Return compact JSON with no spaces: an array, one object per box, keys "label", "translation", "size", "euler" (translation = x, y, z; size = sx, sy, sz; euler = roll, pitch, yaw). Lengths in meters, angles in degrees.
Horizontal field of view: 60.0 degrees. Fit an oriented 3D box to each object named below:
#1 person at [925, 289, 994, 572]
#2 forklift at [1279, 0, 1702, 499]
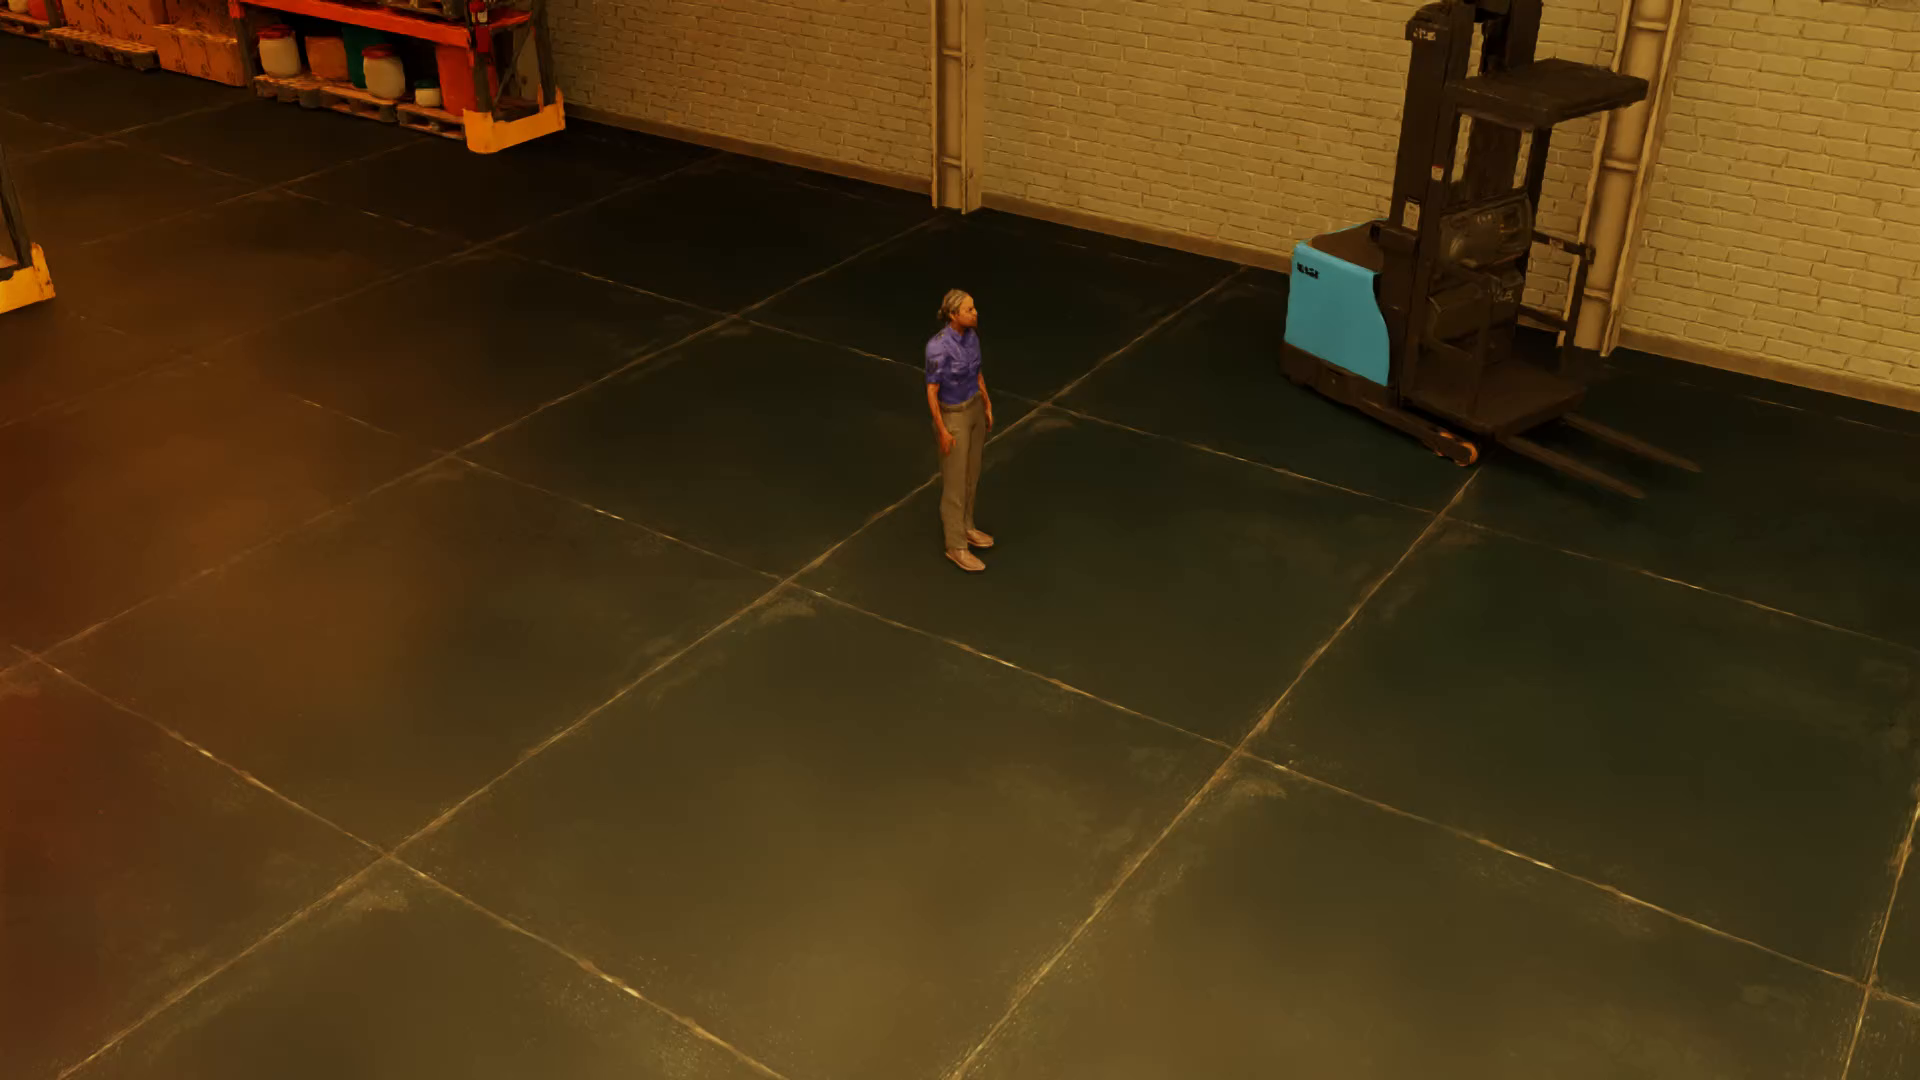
[{"label":"person","translation":[0.062,-0.684,10.027],"size":[0.503,1.642,0.570],"euler":[19,35,29]},{"label":"forklift","translation":[3.685,-2.049,11.111],"size":[1.130,2.935,3.031],"euler":[-20,36,-31]}]
